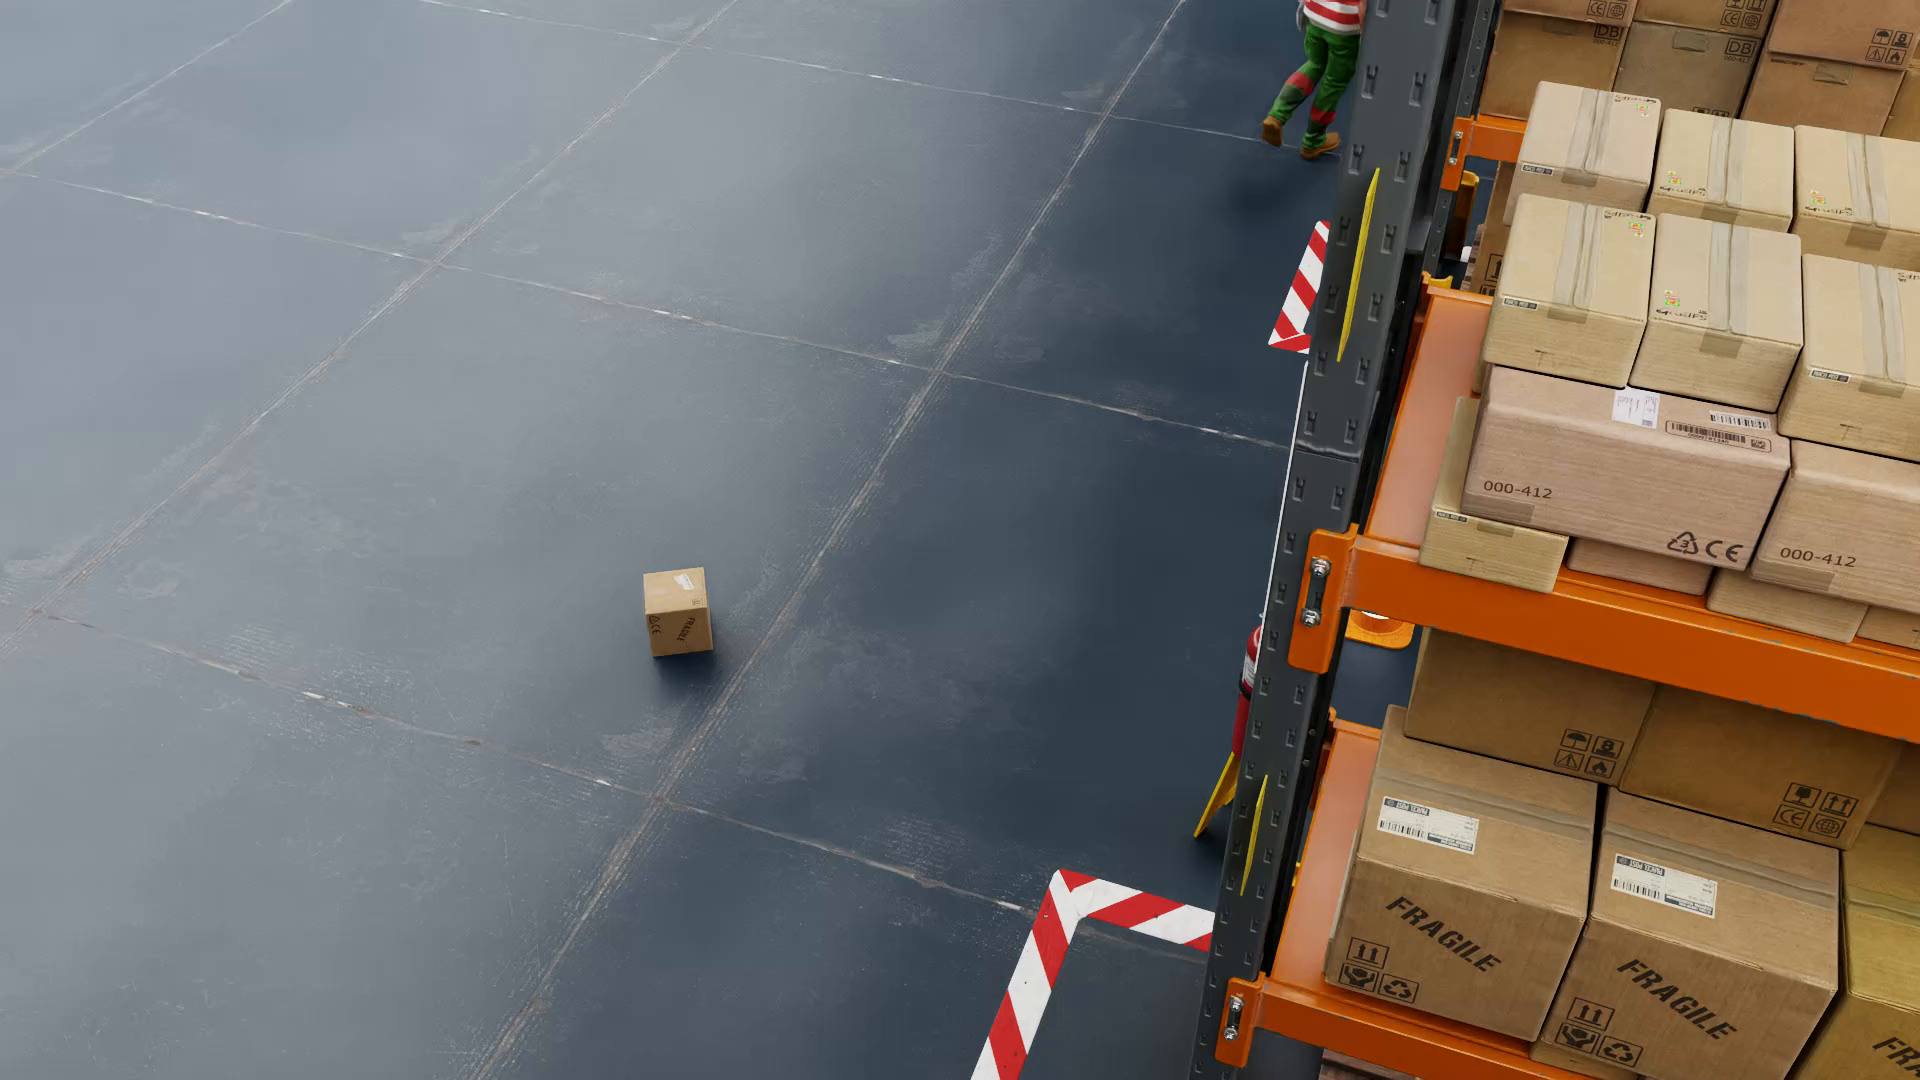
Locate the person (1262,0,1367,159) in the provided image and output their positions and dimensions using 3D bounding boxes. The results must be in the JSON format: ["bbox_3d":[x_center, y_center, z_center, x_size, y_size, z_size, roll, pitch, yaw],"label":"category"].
[{"bbox_3d":[2.145,-2.957,9.512,0.596,1.768,0.564,-29,49,-29],"label":"person"}]
